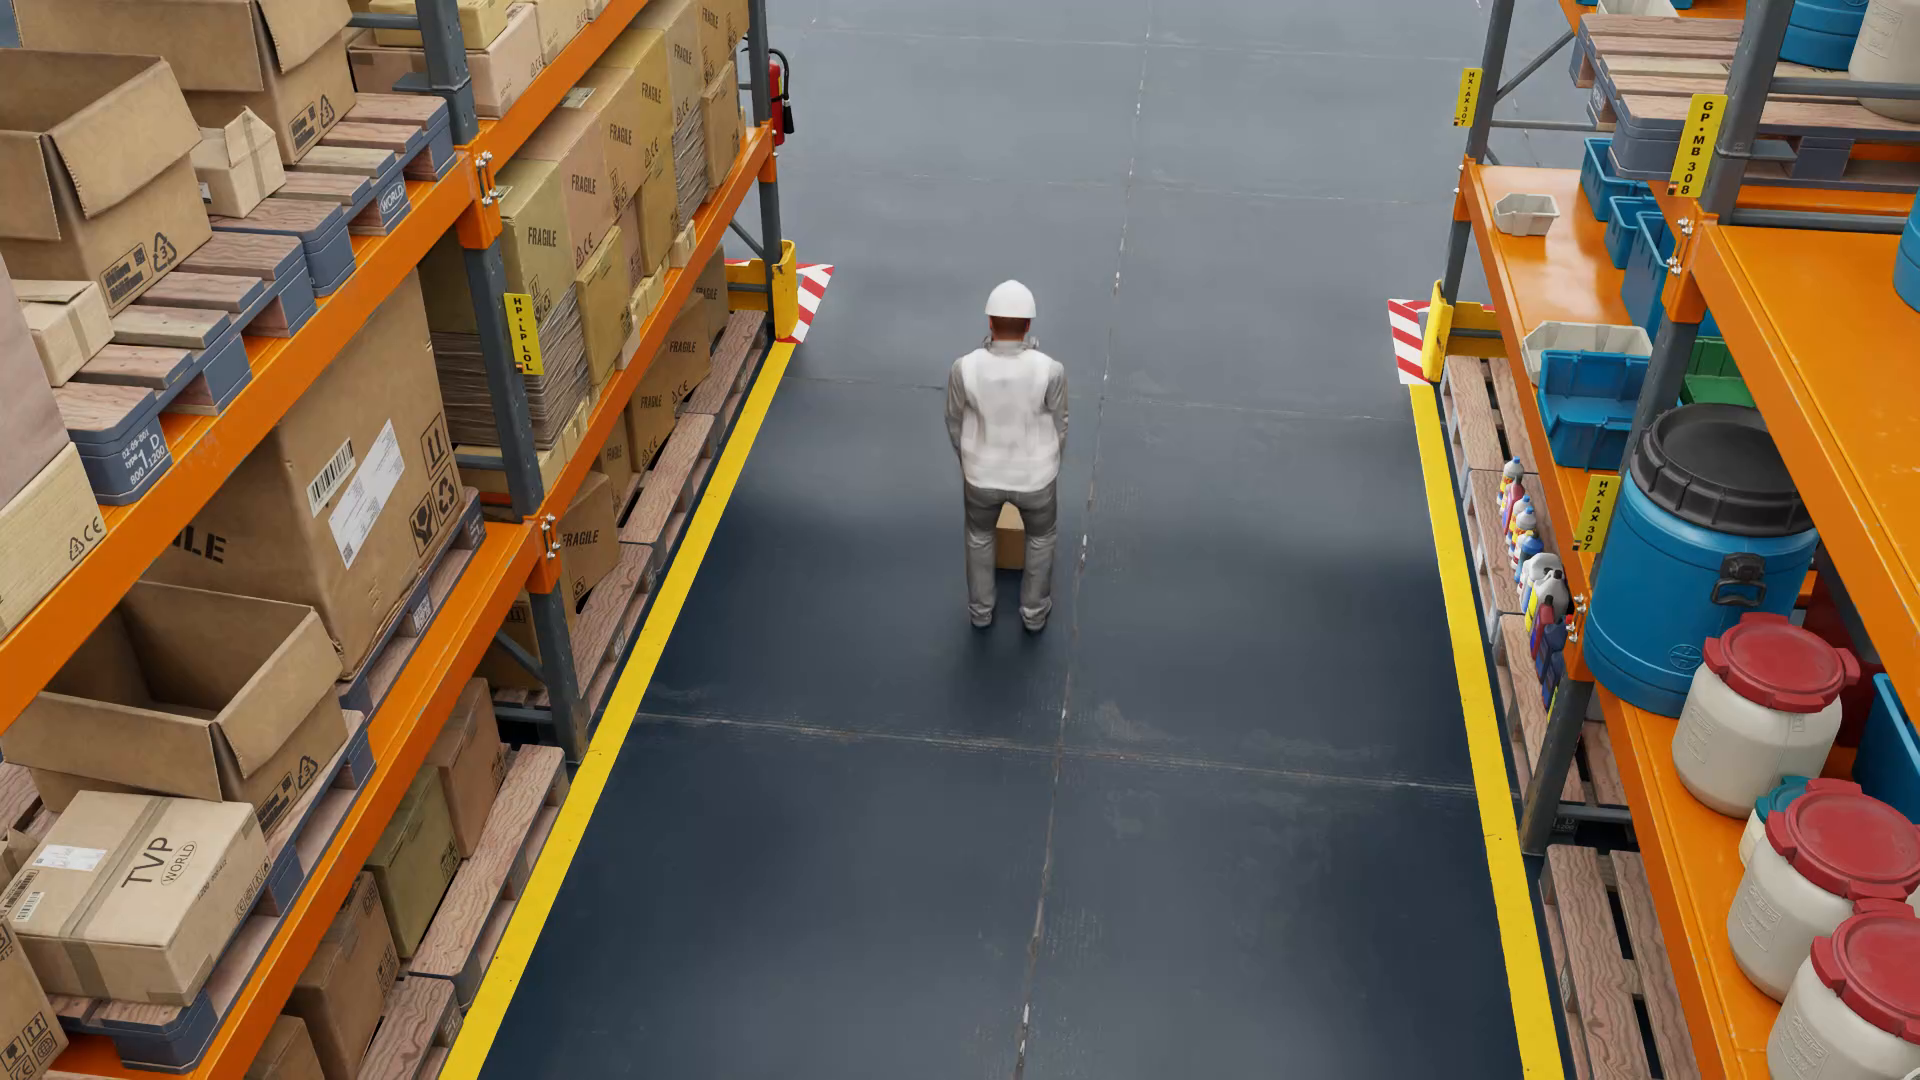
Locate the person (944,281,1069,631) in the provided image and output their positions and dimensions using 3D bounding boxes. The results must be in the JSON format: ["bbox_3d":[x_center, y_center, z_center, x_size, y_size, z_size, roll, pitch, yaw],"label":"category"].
[{"bbox_3d":[0.208,-0.346,7.543,0.556,1.729,0.457,5,36,7],"label":"person"}]
